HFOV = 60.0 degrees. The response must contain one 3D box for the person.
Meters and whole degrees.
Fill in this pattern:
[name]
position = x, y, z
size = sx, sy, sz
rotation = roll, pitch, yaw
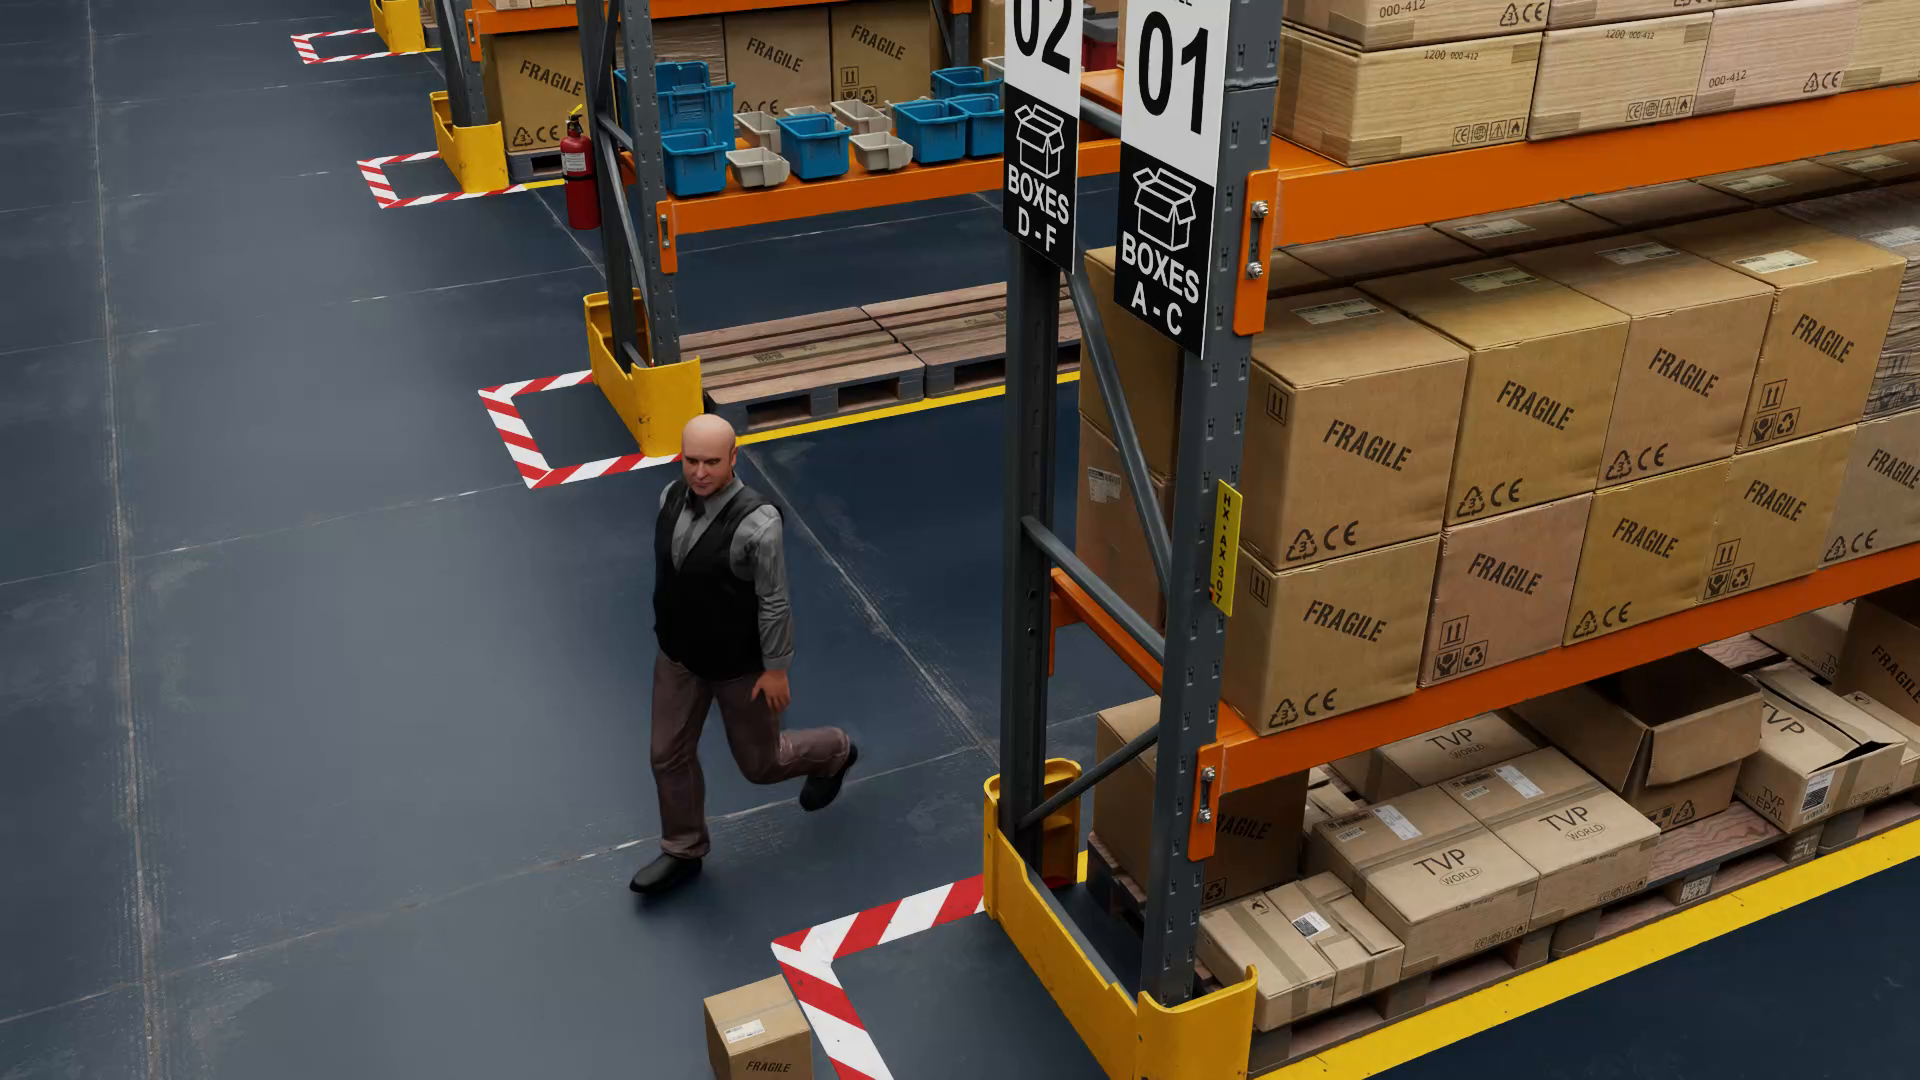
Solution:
[person]
position = -0.766, 0.359, 5.530
size = 0.572, 1.697, 0.906
rotation = 20, 35, 32
